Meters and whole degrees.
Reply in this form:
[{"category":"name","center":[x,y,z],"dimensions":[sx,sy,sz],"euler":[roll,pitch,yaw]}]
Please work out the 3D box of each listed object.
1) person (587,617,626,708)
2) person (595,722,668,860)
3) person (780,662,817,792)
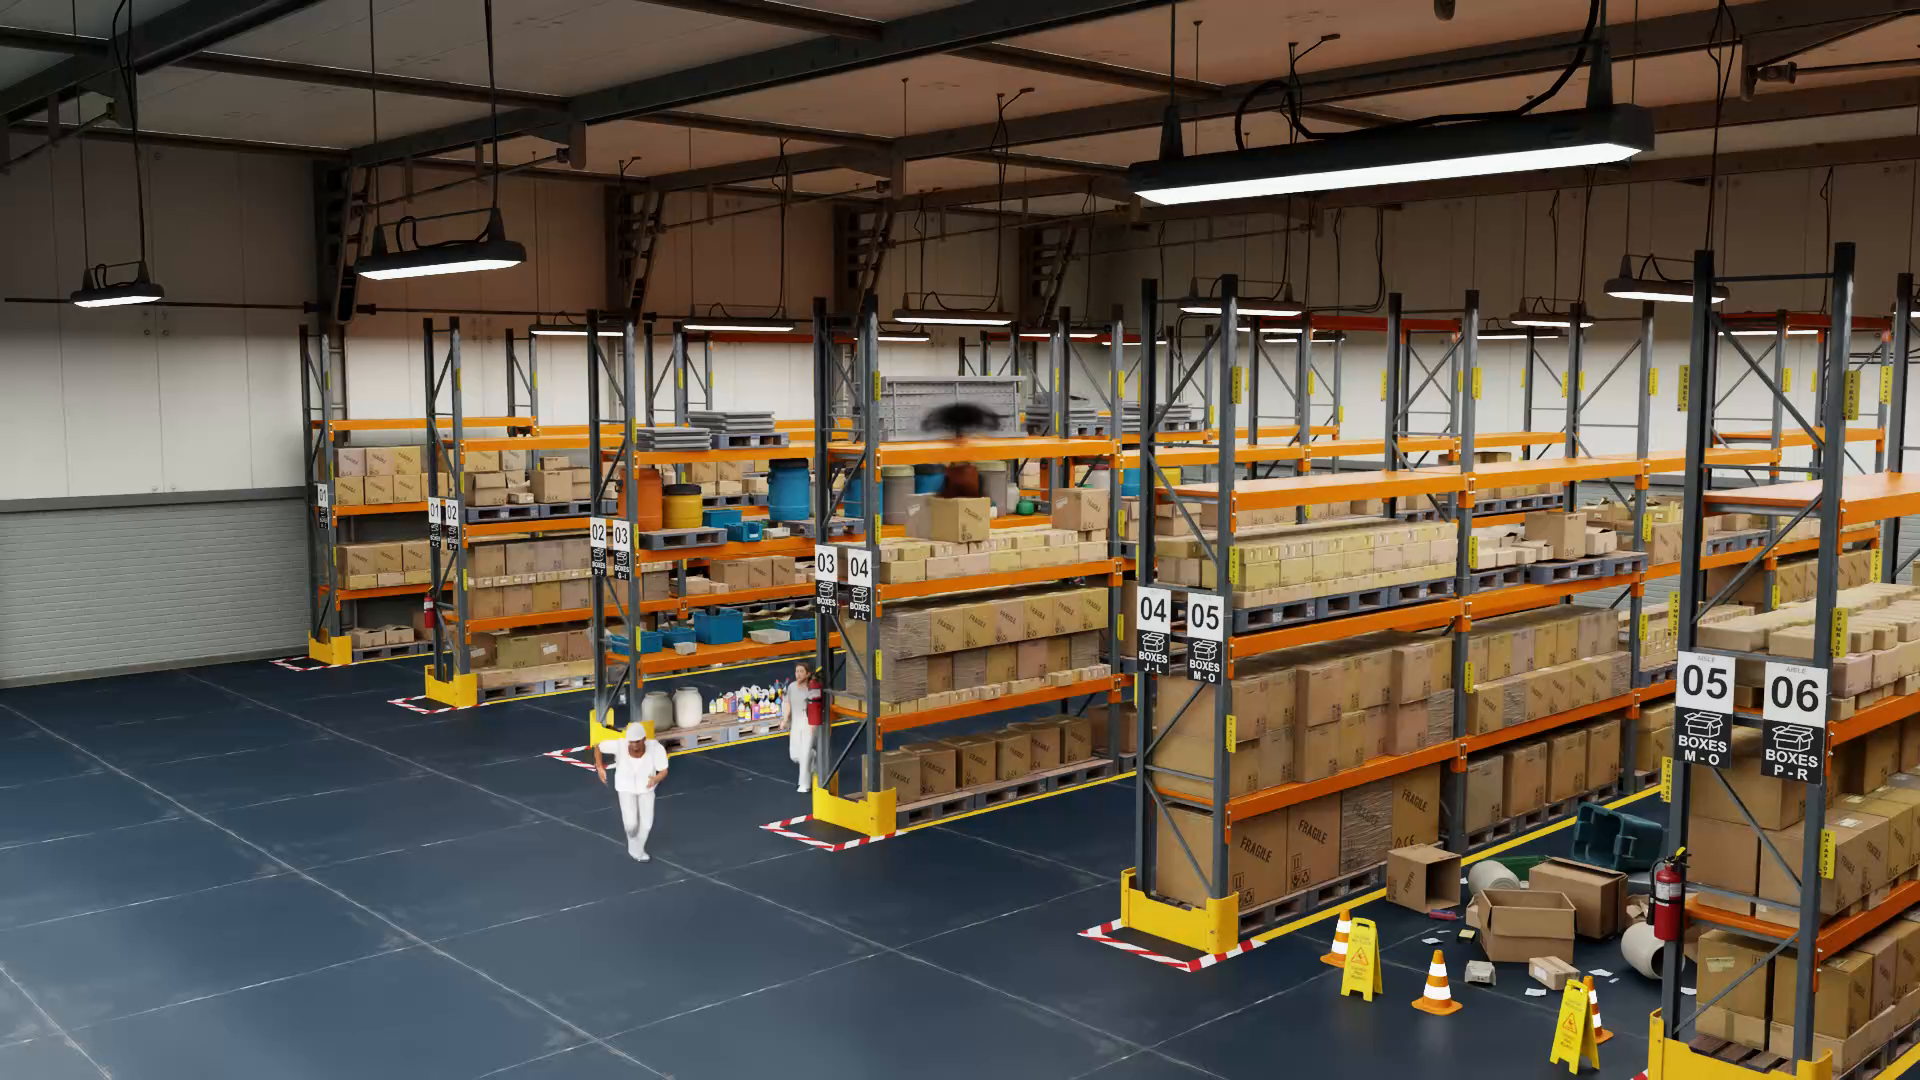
[{"category":"person","center":[-5.368,1.881,25.287],"dimensions":[0.584,1.549,0.905],"euler":[2,6,22]},{"category":"person","center":[-3.411,2.628,17.289],"dimensions":[0.739,1.579,0.887],"euler":[-1,6,-13]},{"category":"person","center":[-1.892,2.289,20.628],"dimensions":[0.550,1.610,0.628],"euler":[2,6,22]}]
